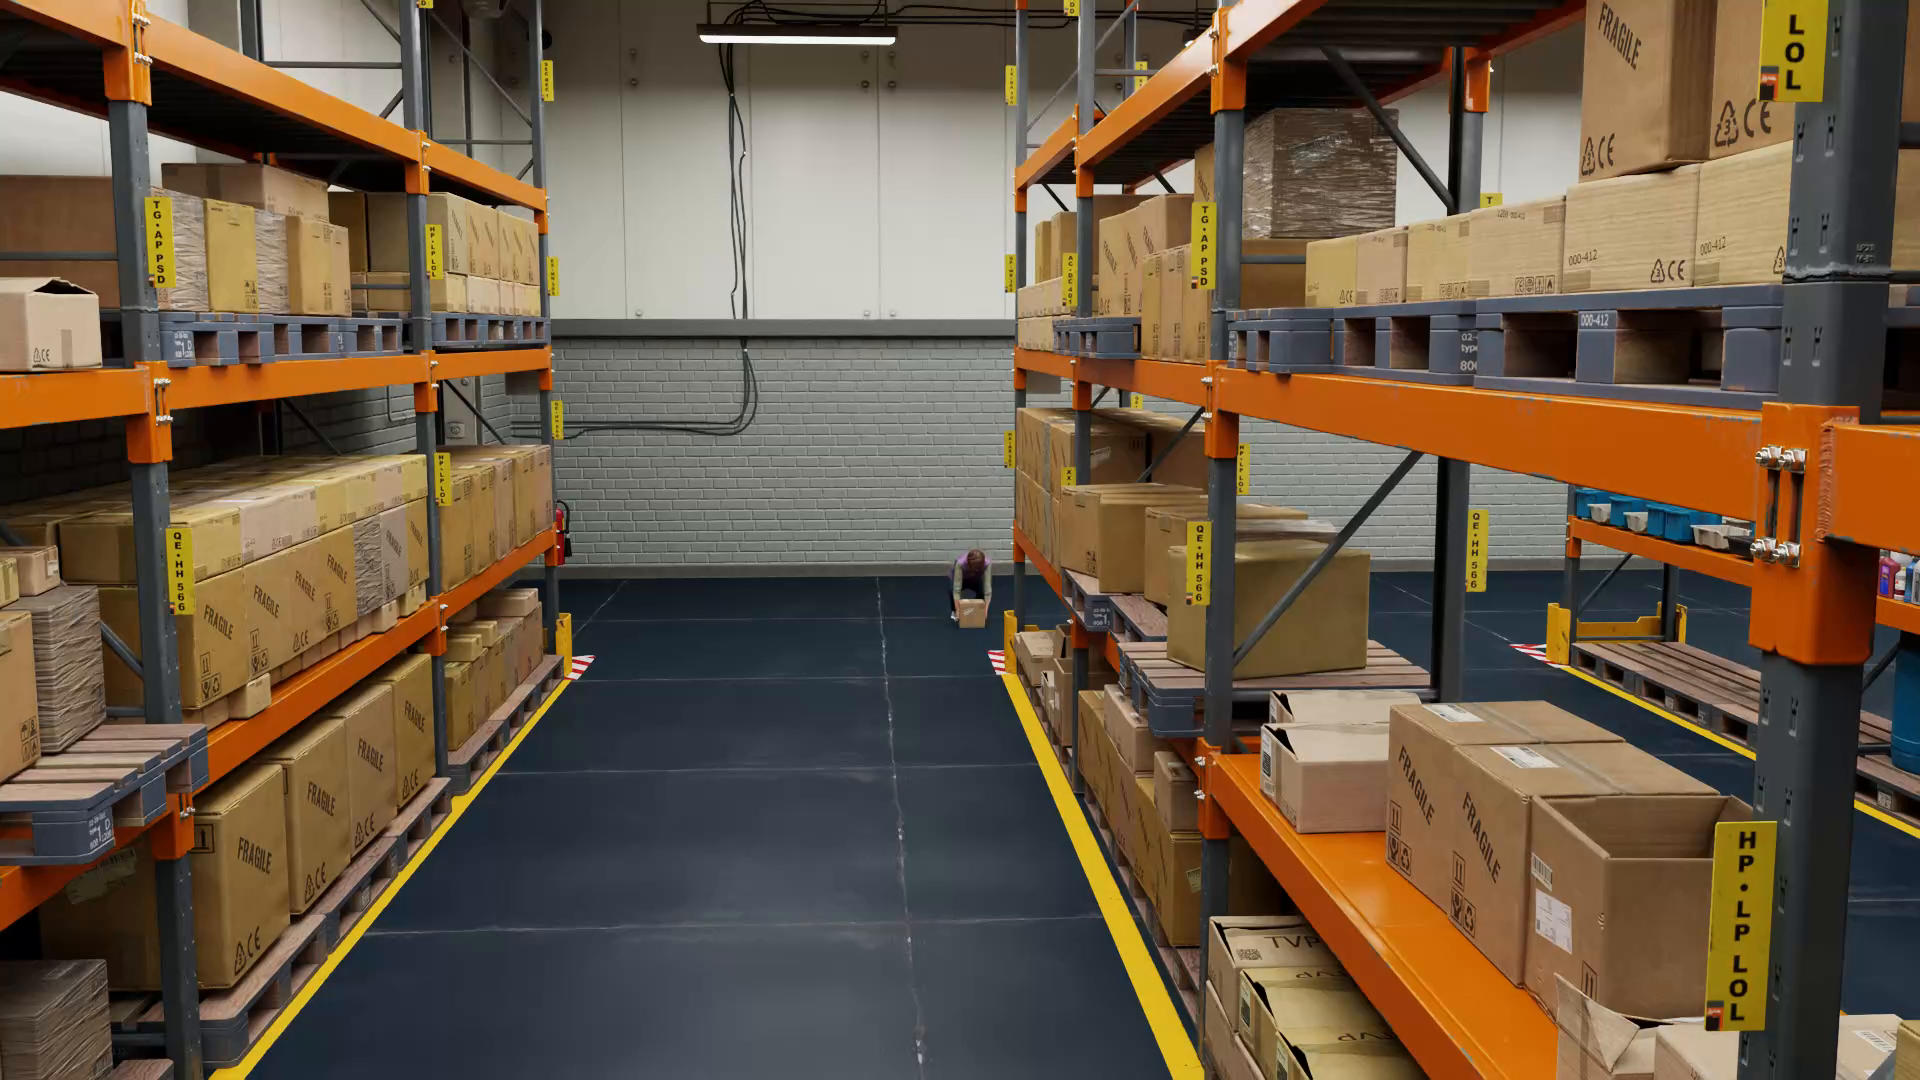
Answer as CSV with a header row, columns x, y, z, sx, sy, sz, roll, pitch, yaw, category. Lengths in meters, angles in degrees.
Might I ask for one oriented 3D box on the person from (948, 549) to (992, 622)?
x,y,z,sx,sy,sz,roll,pitch,yaw,category
0.095,0.444,17.076,0.437,0.778,0.803,0,7,-4,person
